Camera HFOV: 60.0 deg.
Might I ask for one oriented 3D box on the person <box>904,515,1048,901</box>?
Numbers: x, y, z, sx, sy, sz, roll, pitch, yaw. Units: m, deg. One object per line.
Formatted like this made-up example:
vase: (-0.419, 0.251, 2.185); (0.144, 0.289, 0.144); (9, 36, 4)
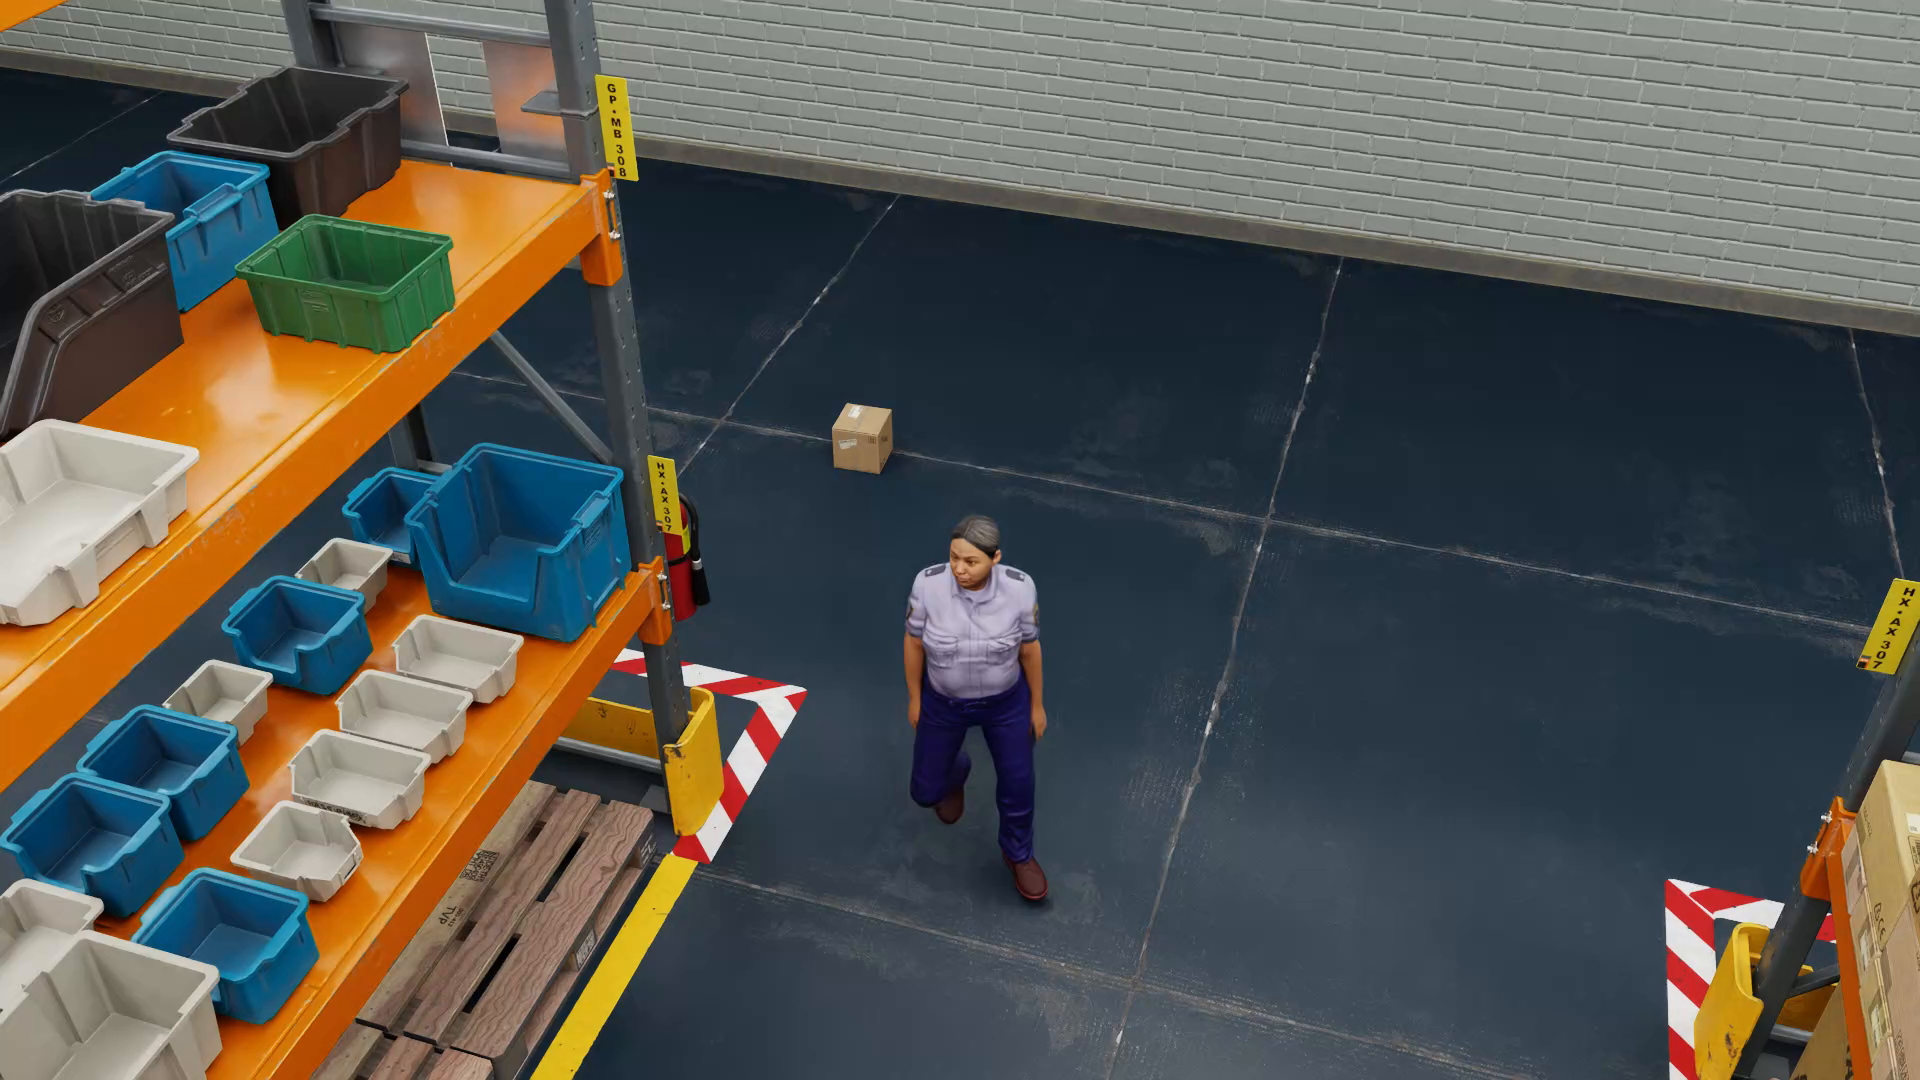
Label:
person: (0.062, 0.579, 6.117); (0.527, 1.616, 0.605); (-2, 37, -3)
